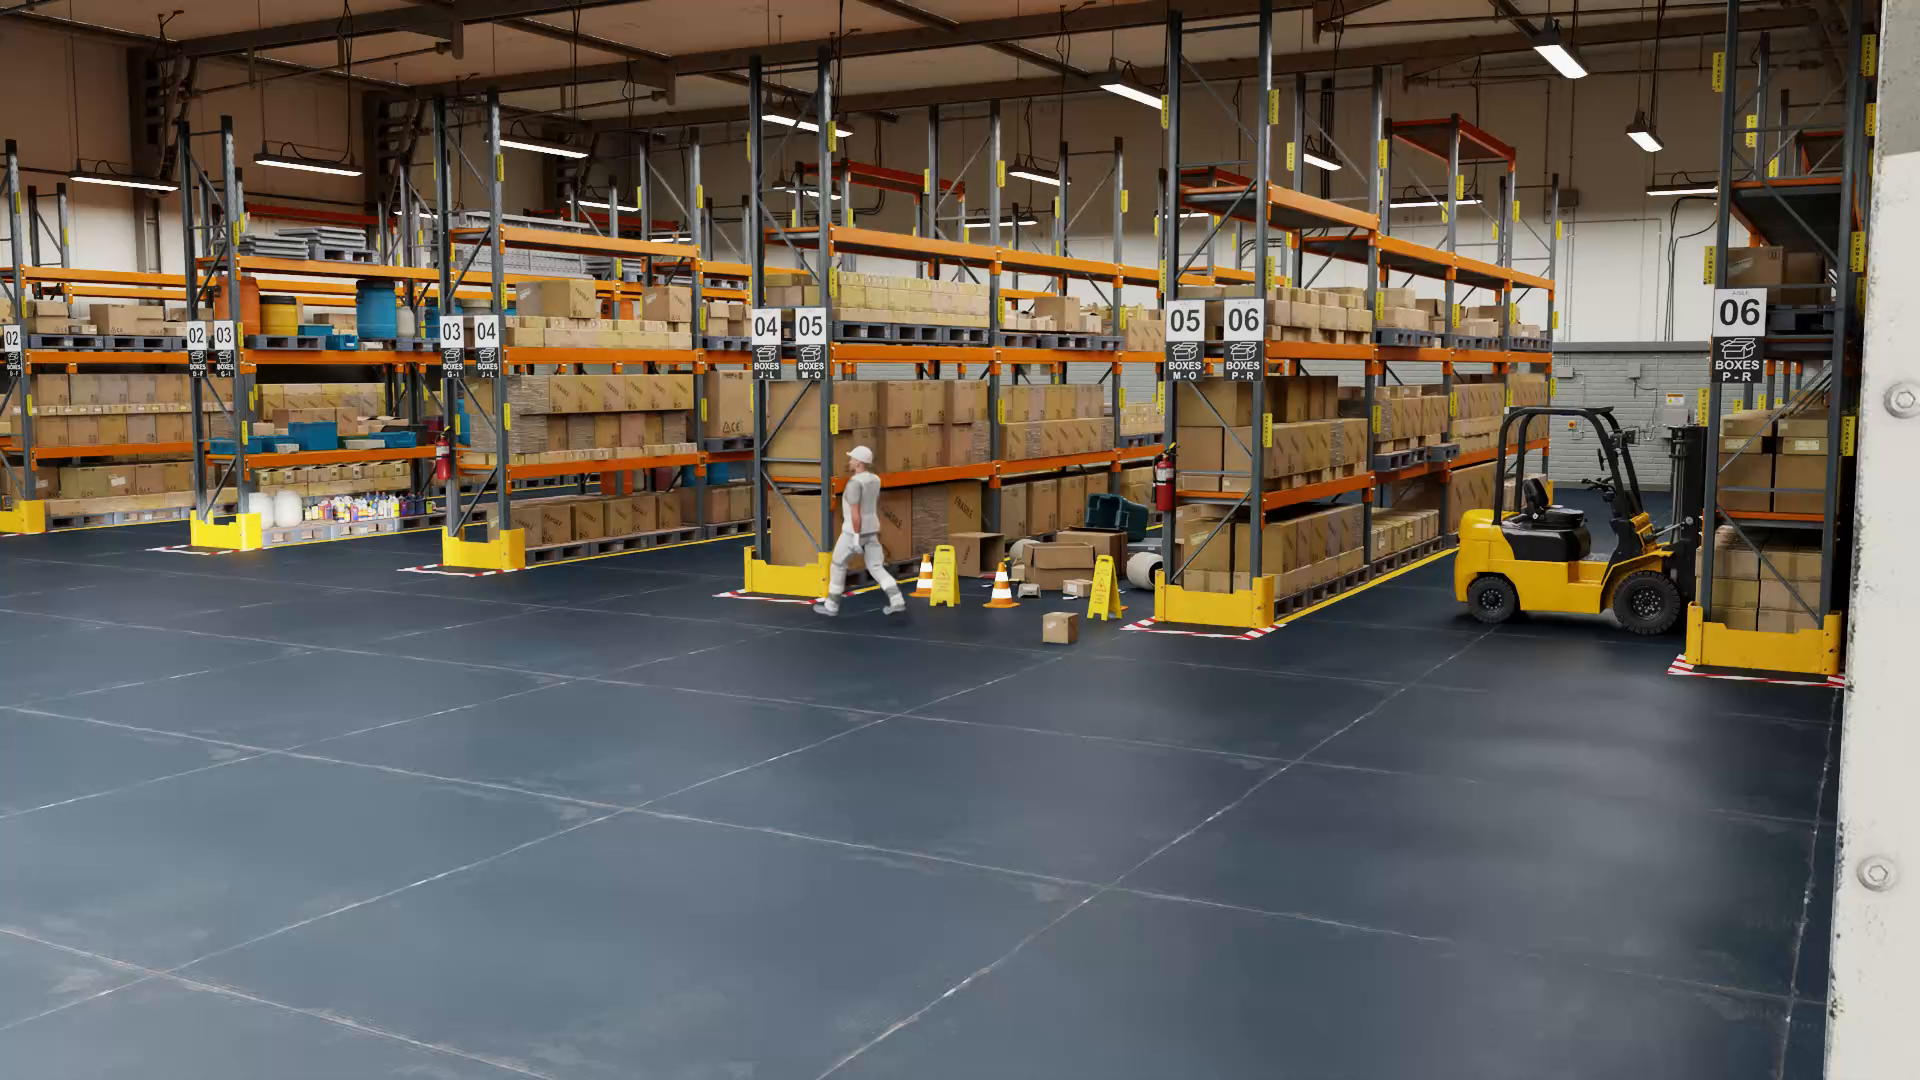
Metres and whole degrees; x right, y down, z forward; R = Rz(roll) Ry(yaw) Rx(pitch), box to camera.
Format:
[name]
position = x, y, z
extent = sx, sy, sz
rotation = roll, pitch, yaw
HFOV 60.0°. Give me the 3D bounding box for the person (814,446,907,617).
[person]
position = -1.009, -0.077, 16.721
extent = 1.074, 1.743, 0.530
rotation = 4, 7, 37
